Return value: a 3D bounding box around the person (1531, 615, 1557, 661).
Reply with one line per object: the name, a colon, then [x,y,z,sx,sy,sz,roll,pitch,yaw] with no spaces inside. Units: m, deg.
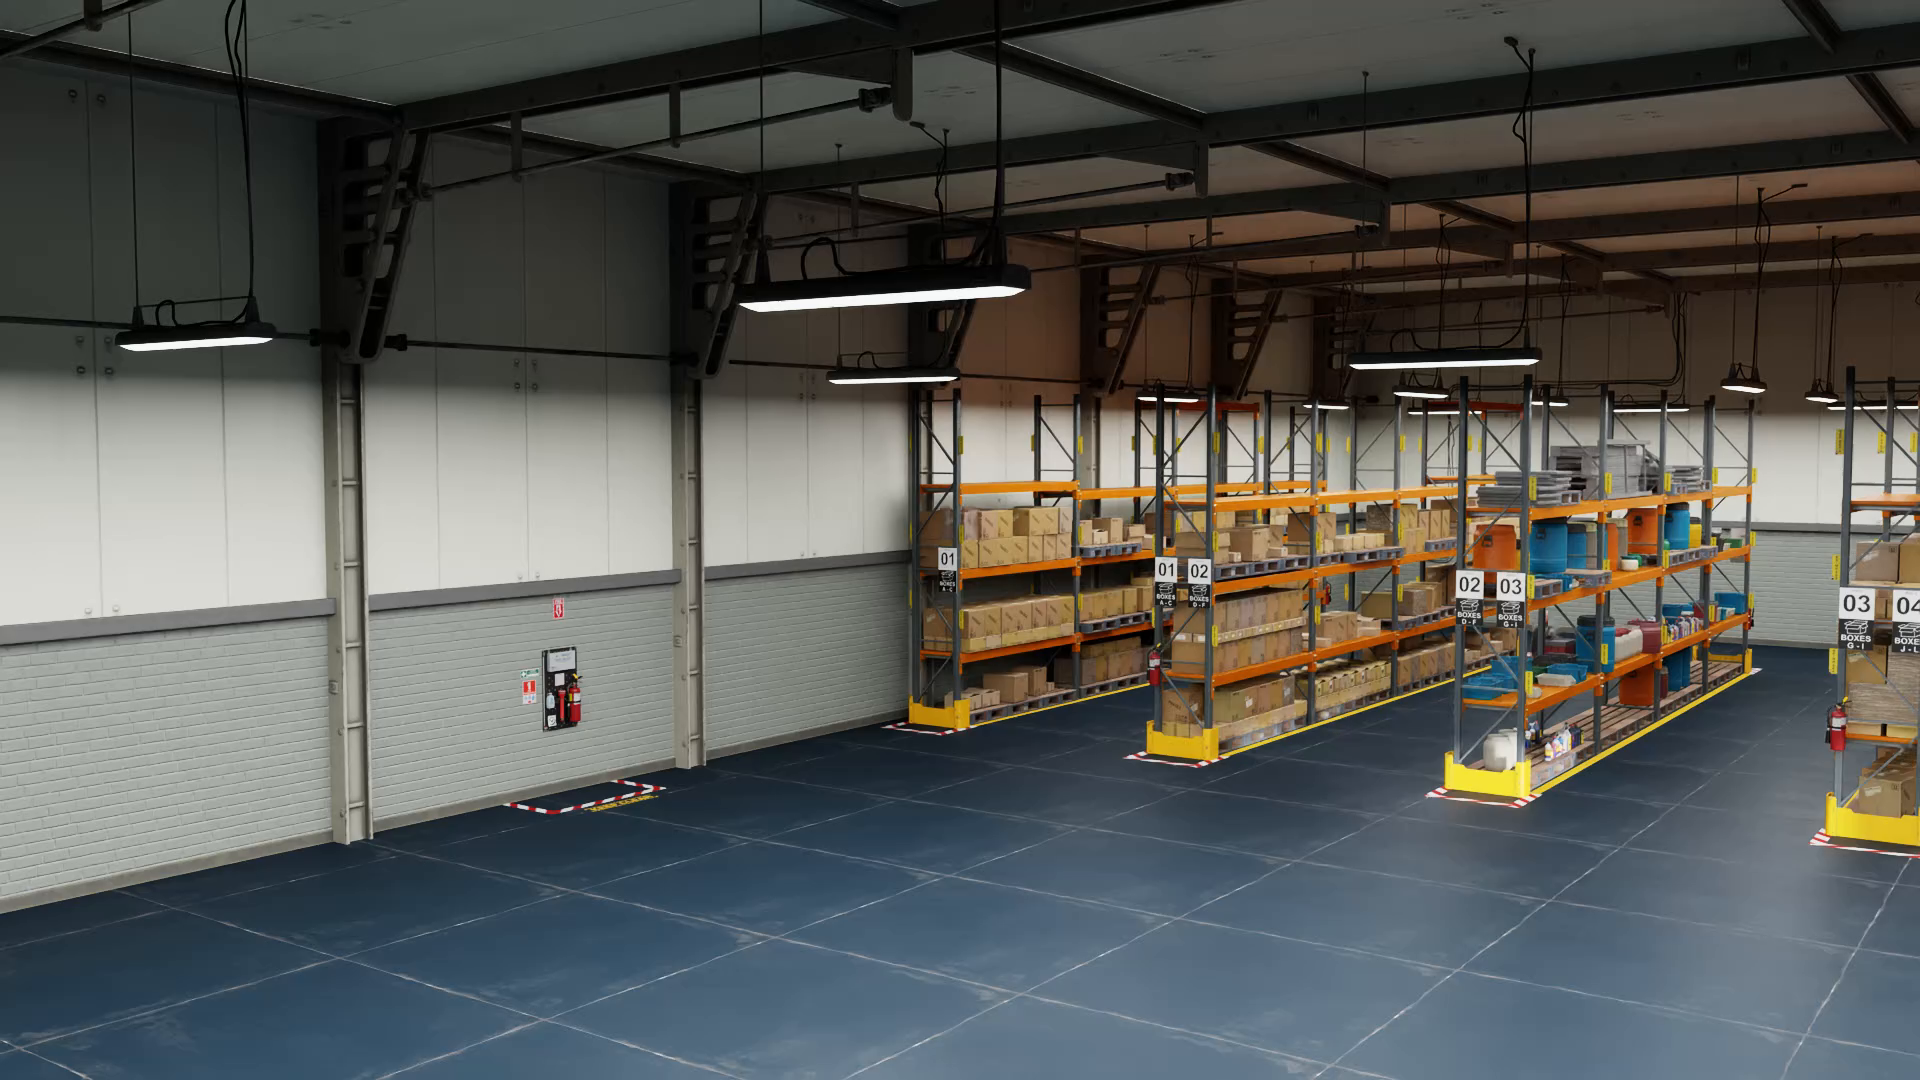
person: [11.491,2.288,32.779,0.556,1.663,1.074,2,4,36]
